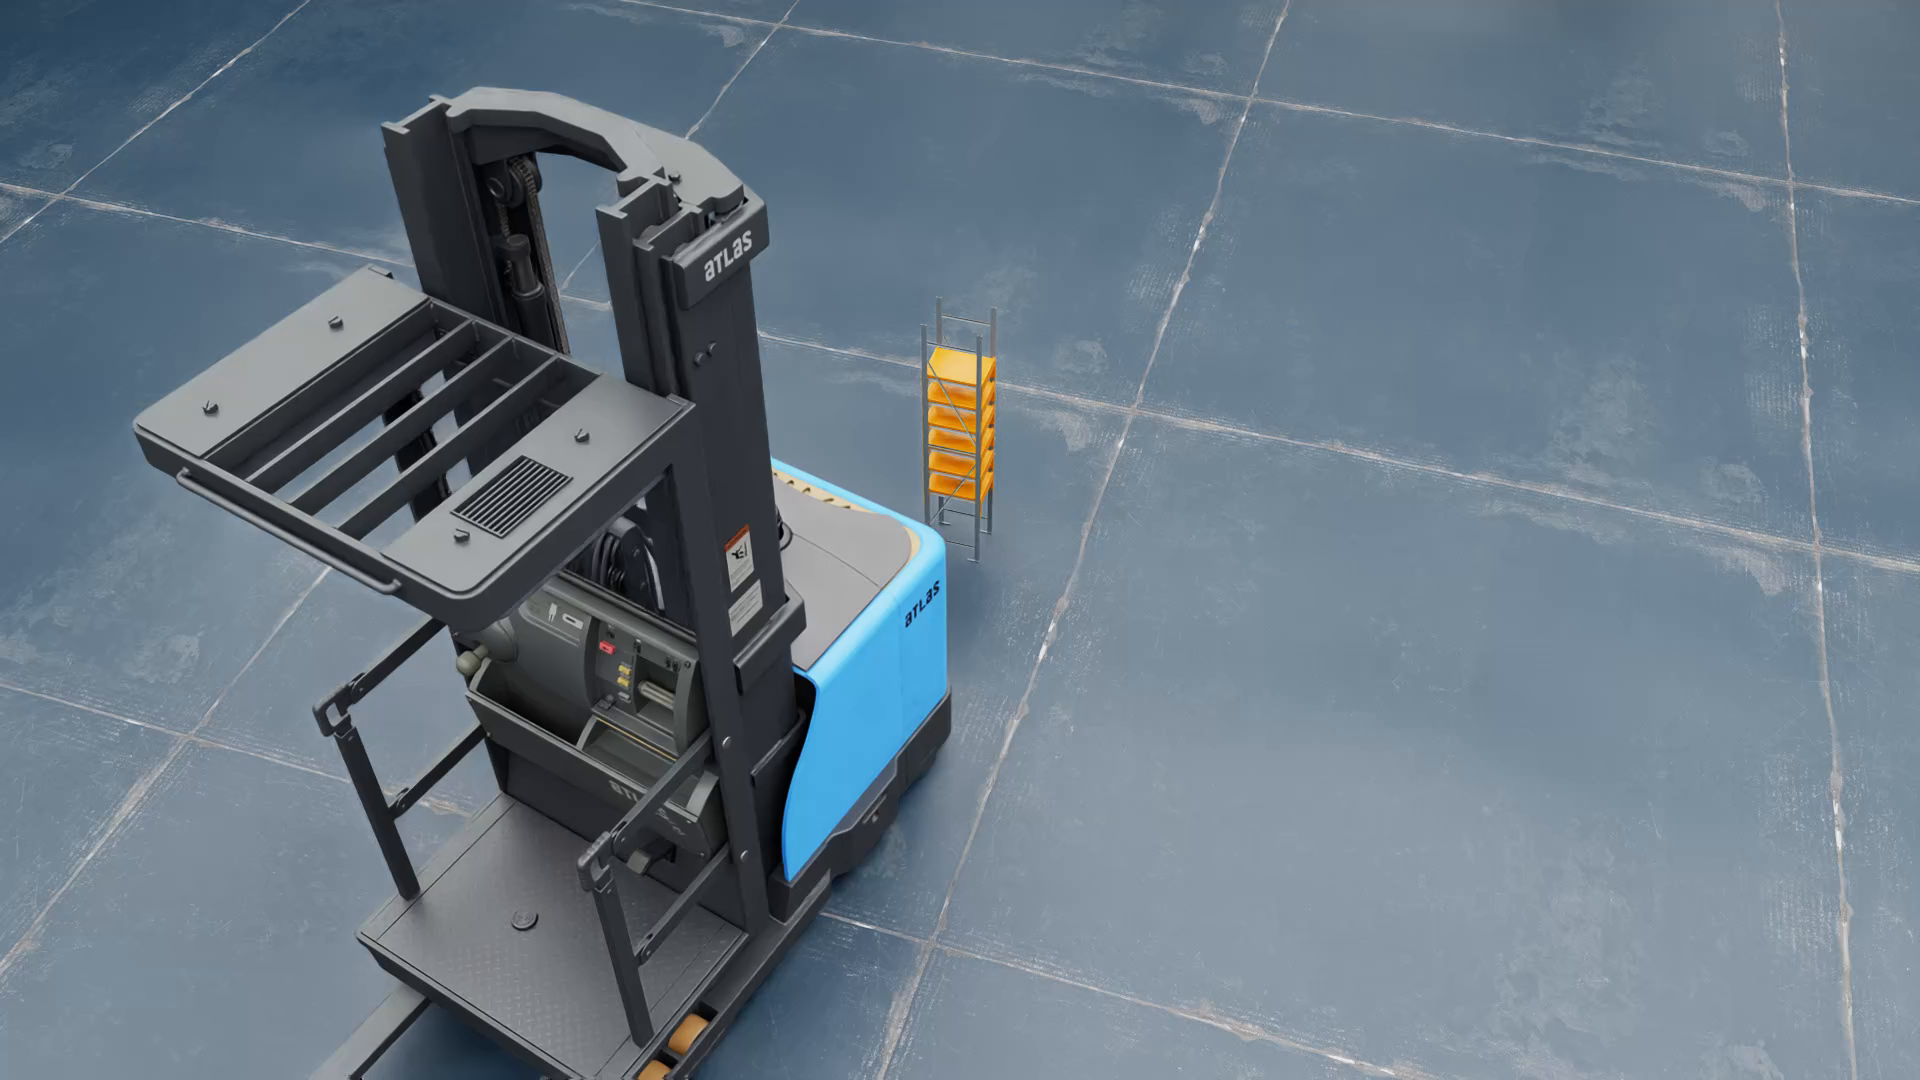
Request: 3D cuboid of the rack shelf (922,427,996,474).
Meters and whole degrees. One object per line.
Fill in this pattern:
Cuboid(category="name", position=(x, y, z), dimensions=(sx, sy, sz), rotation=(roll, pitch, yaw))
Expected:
Cuboid(category="rack shelf", position=(-0.004, -0.387, 6.751), dimensions=(0.258, 0.103, 0.180), rotation=(13, 46, 12))

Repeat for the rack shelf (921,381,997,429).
Cuboid(category="rack shelf", position=(-0.004, -0.559, 6.583), dimensions=(0.258, 0.103, 0.180), rotation=(13, 46, 12))

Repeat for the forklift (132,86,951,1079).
Cuboid(category="forklift", position=(-1.243, 0.393, 4.652), dimensions=(1.130, 2.935, 3.031), rotation=(24, 49, 22))

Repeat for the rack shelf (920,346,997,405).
Cuboid(category="rack shelf", position=(-0.004, -0.645, 6.499), dimensions=(0.258, 0.103, 0.180), rotation=(13, 46, 12))

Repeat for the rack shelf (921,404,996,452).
Cuboid(category="rack shelf", position=(-0.004, -0.473, 6.667), dimensions=(0.258, 0.103, 0.180), rotation=(13, 46, 12))

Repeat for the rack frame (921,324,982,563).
Cuboid(category="rack frame", position=(-0.032, -0.358, 6.657), dimensions=(0.240, 1.200, 0.006), rotation=(13, 46, 12))

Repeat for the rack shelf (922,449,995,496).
Cuboid(category="rack shelf", position=(-0.004, -0.302, 6.834), dimensions=(0.258, 0.103, 0.180), rotation=(13, 46, 12))

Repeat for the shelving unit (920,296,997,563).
Cuboid(category="shelving unit", position=(-0.004, -0.419, 6.719), dimensions=(0.258, 1.200, 0.189), rotation=(13, 46, 12))

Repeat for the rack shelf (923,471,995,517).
Cuboid(category="rack shelf", position=(-0.004, -0.216, 6.918), dimensions=(0.258, 0.103, 0.180), rotation=(13, 46, 12))

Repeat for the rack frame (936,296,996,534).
Cuboid(category="rack frame", position=(0.023, -0.480, 6.782), dimensions=(0.240, 1.200, 0.006), rotation=(13, 46, 12))
